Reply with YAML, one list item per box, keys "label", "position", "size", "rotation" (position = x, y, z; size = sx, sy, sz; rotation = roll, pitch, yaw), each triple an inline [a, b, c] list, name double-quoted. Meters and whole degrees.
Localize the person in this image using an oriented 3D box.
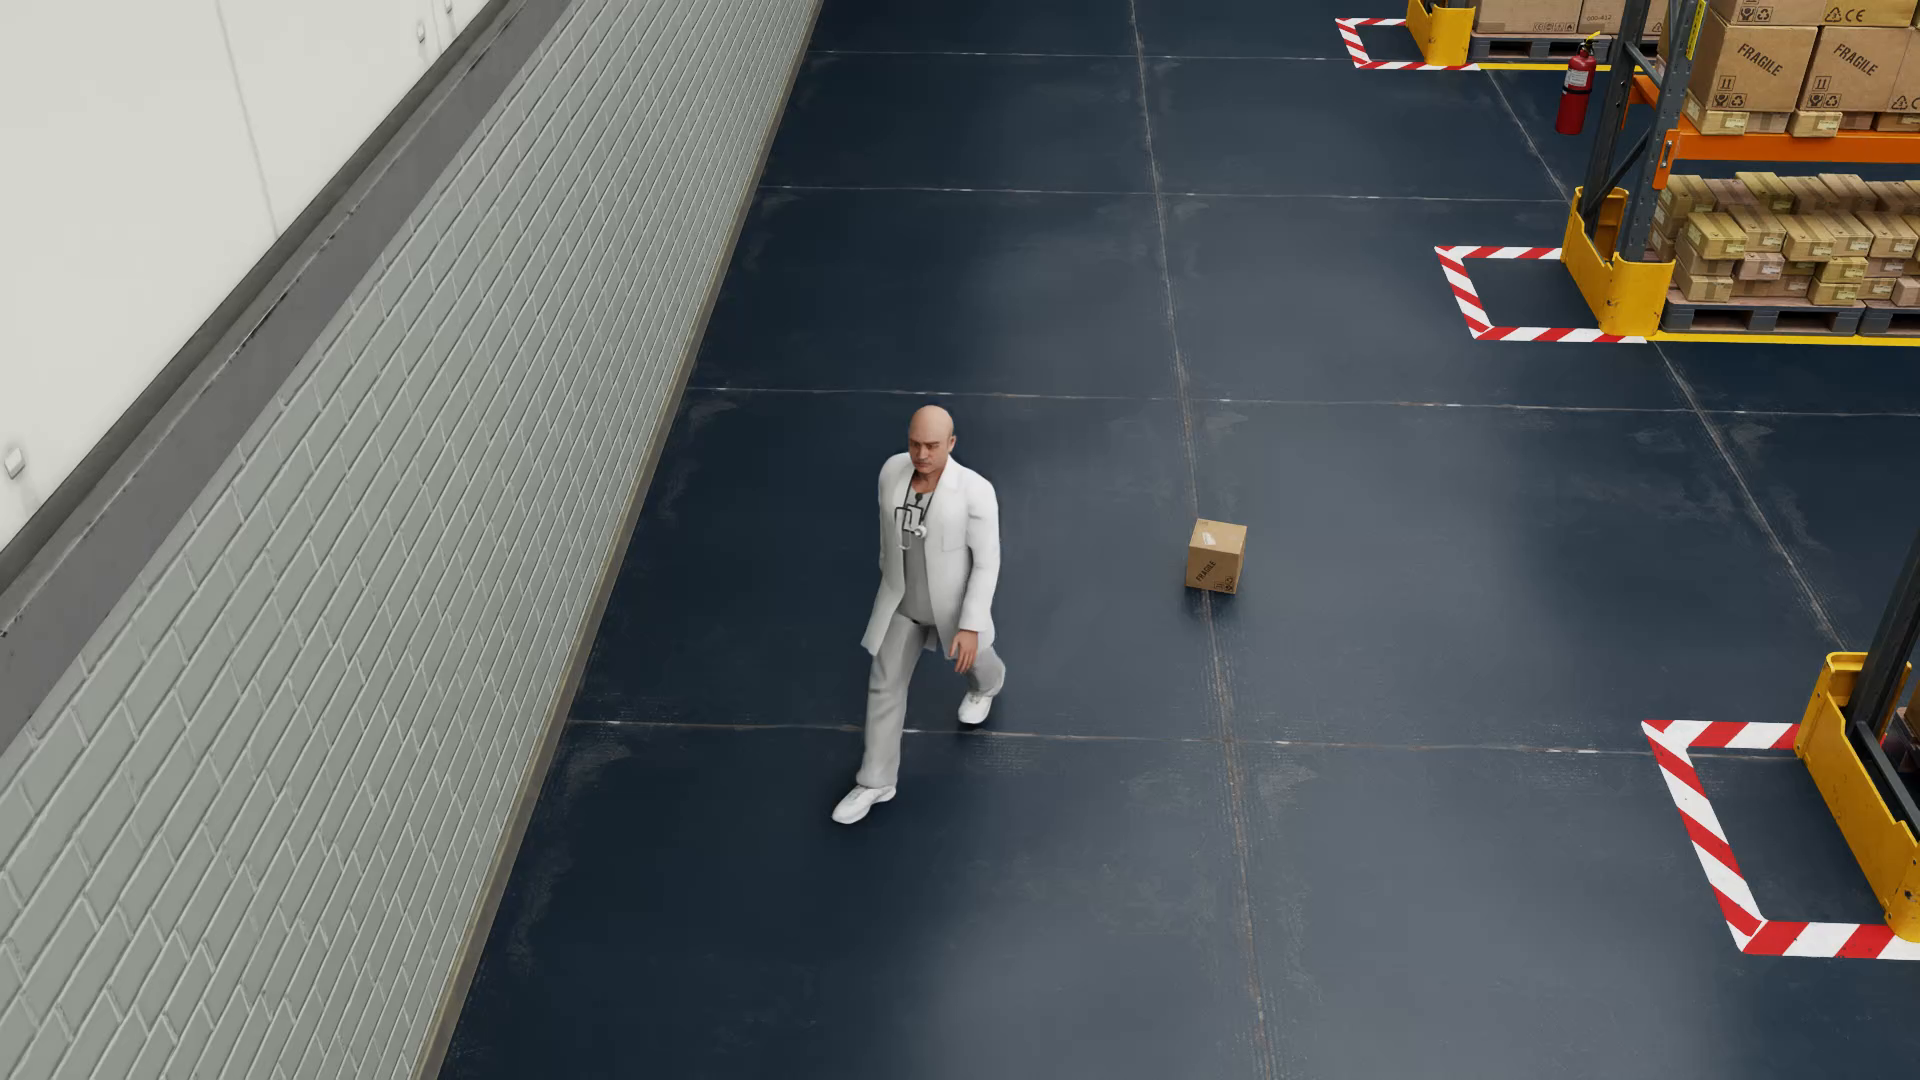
- label: "person"
  position: [-0.132, 0.254, 6.770]
  size: [0.612, 1.718, 1.157]
  rotation: [13, 37, 18]
